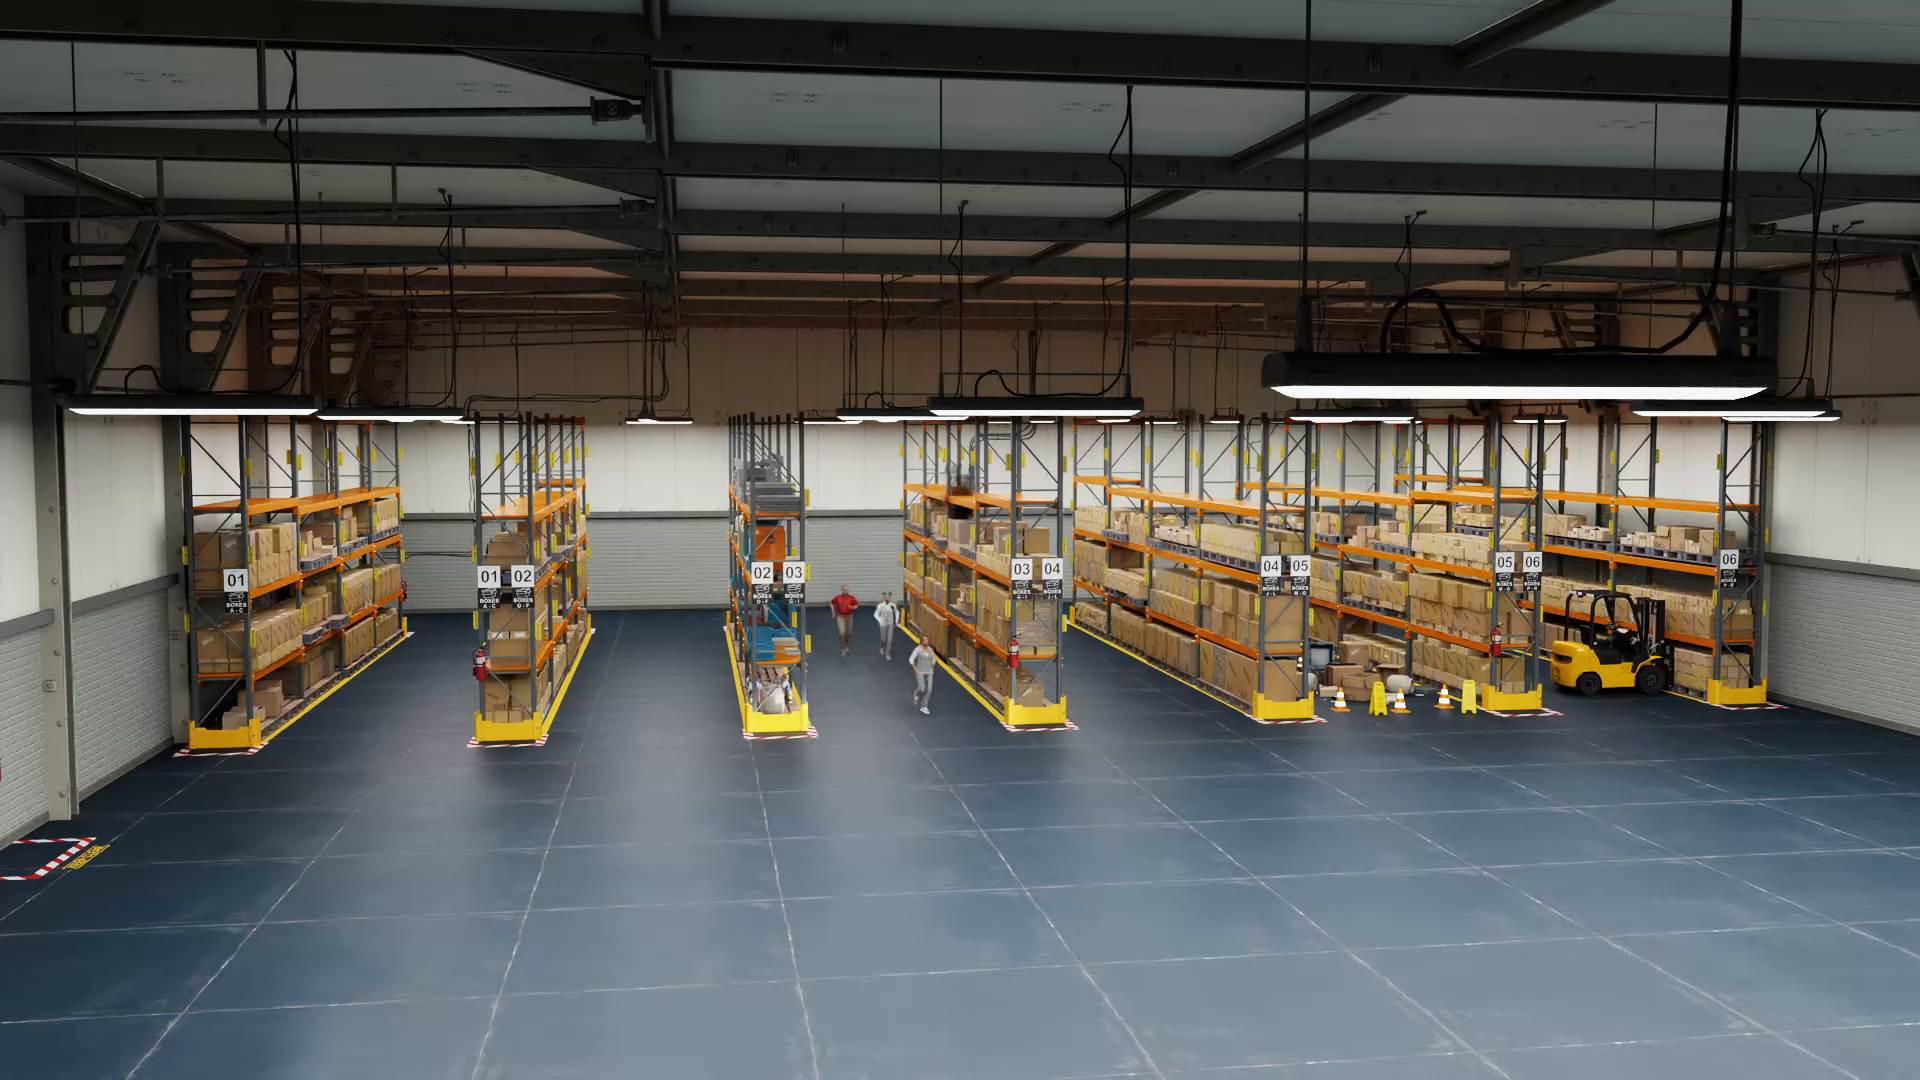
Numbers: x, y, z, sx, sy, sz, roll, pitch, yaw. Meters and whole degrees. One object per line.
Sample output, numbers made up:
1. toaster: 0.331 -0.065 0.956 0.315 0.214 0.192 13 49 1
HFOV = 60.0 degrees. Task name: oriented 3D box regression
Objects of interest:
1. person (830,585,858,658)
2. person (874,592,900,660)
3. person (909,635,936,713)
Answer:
1. person: -2.883 2.024 41.663 0.643 1.782 0.848 -1 4 -18
2. person: -1.797 2.101 41.132 0.645 1.686 0.667 -1 4 -10
3. person: -0.733 2.689 33.390 0.542 1.550 0.570 -1 4 -20
